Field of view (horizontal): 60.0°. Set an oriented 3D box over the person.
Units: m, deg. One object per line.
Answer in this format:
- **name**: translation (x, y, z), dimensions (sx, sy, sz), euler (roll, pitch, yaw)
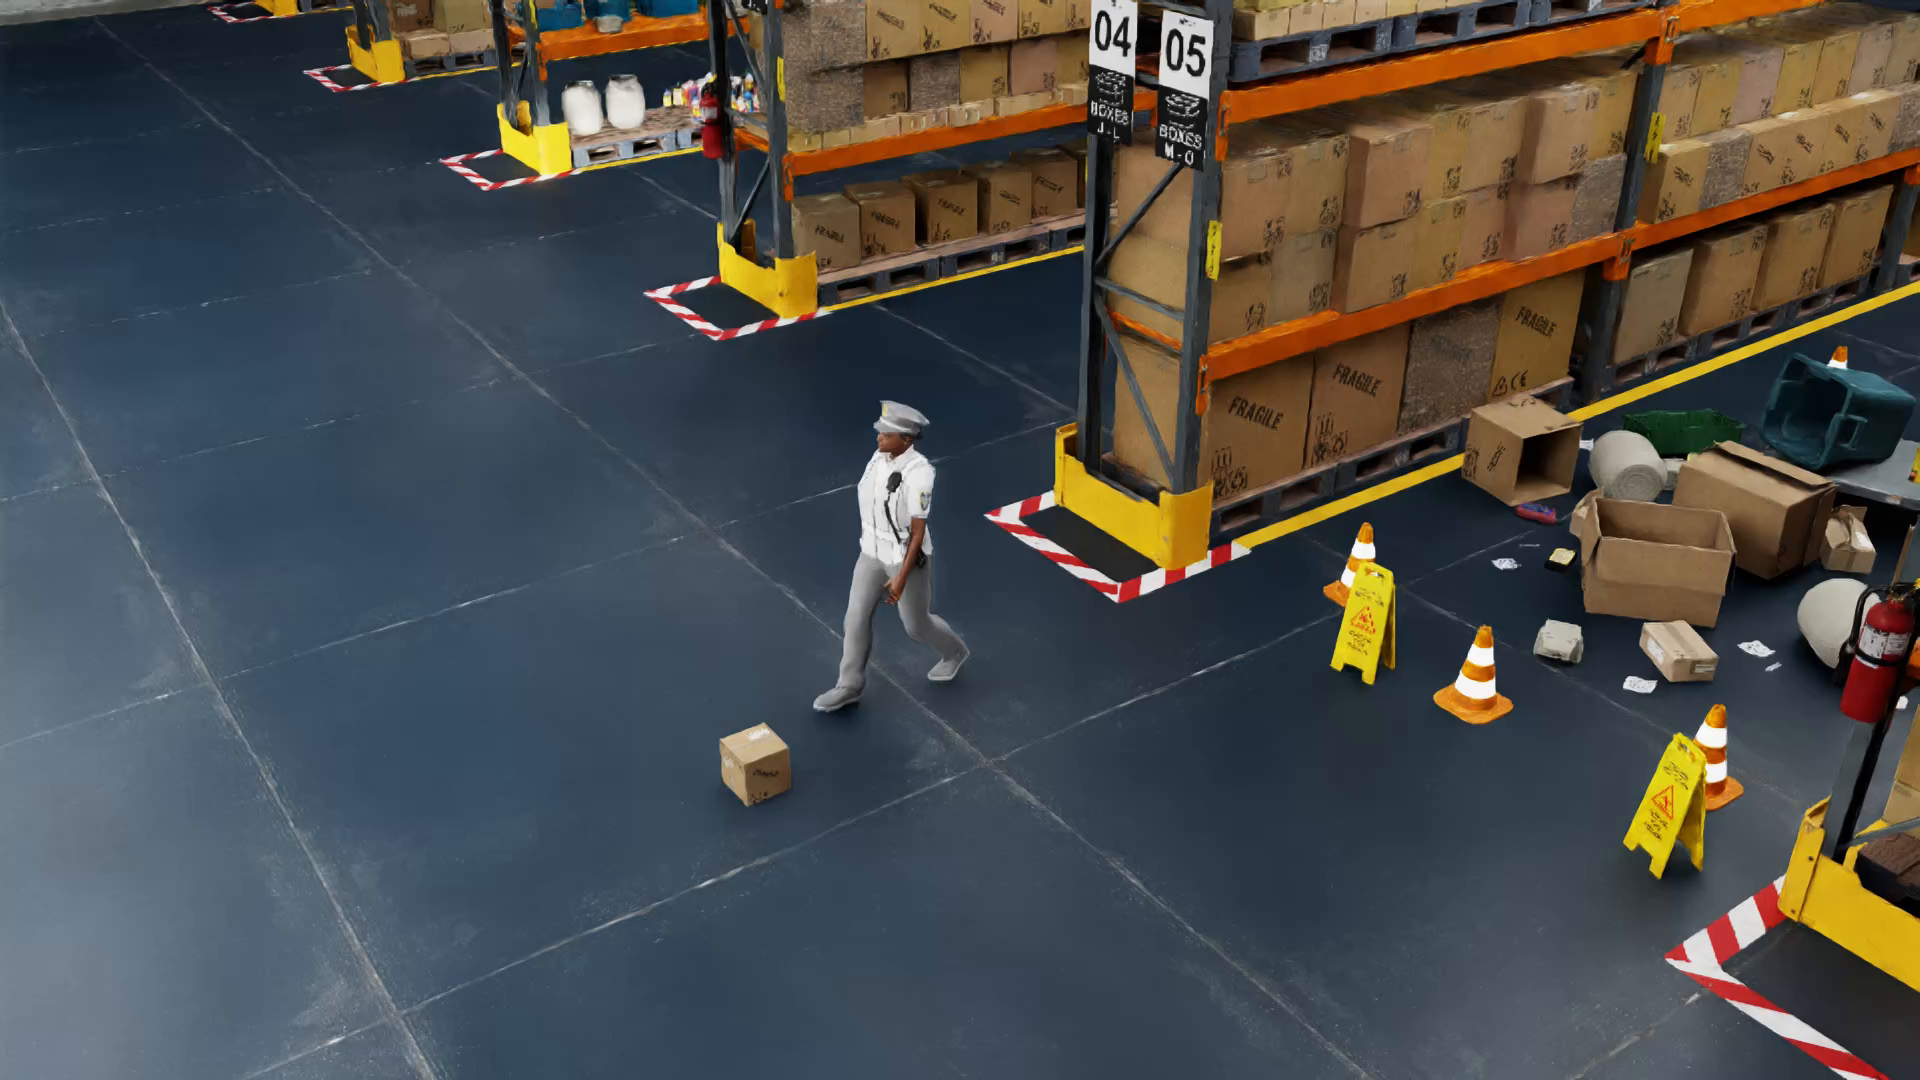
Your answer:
- **person**: translation (-0.366, 0.082, 8.435), dimensions (0.444, 1.655, 0.871), euler (25, 37, 38)
